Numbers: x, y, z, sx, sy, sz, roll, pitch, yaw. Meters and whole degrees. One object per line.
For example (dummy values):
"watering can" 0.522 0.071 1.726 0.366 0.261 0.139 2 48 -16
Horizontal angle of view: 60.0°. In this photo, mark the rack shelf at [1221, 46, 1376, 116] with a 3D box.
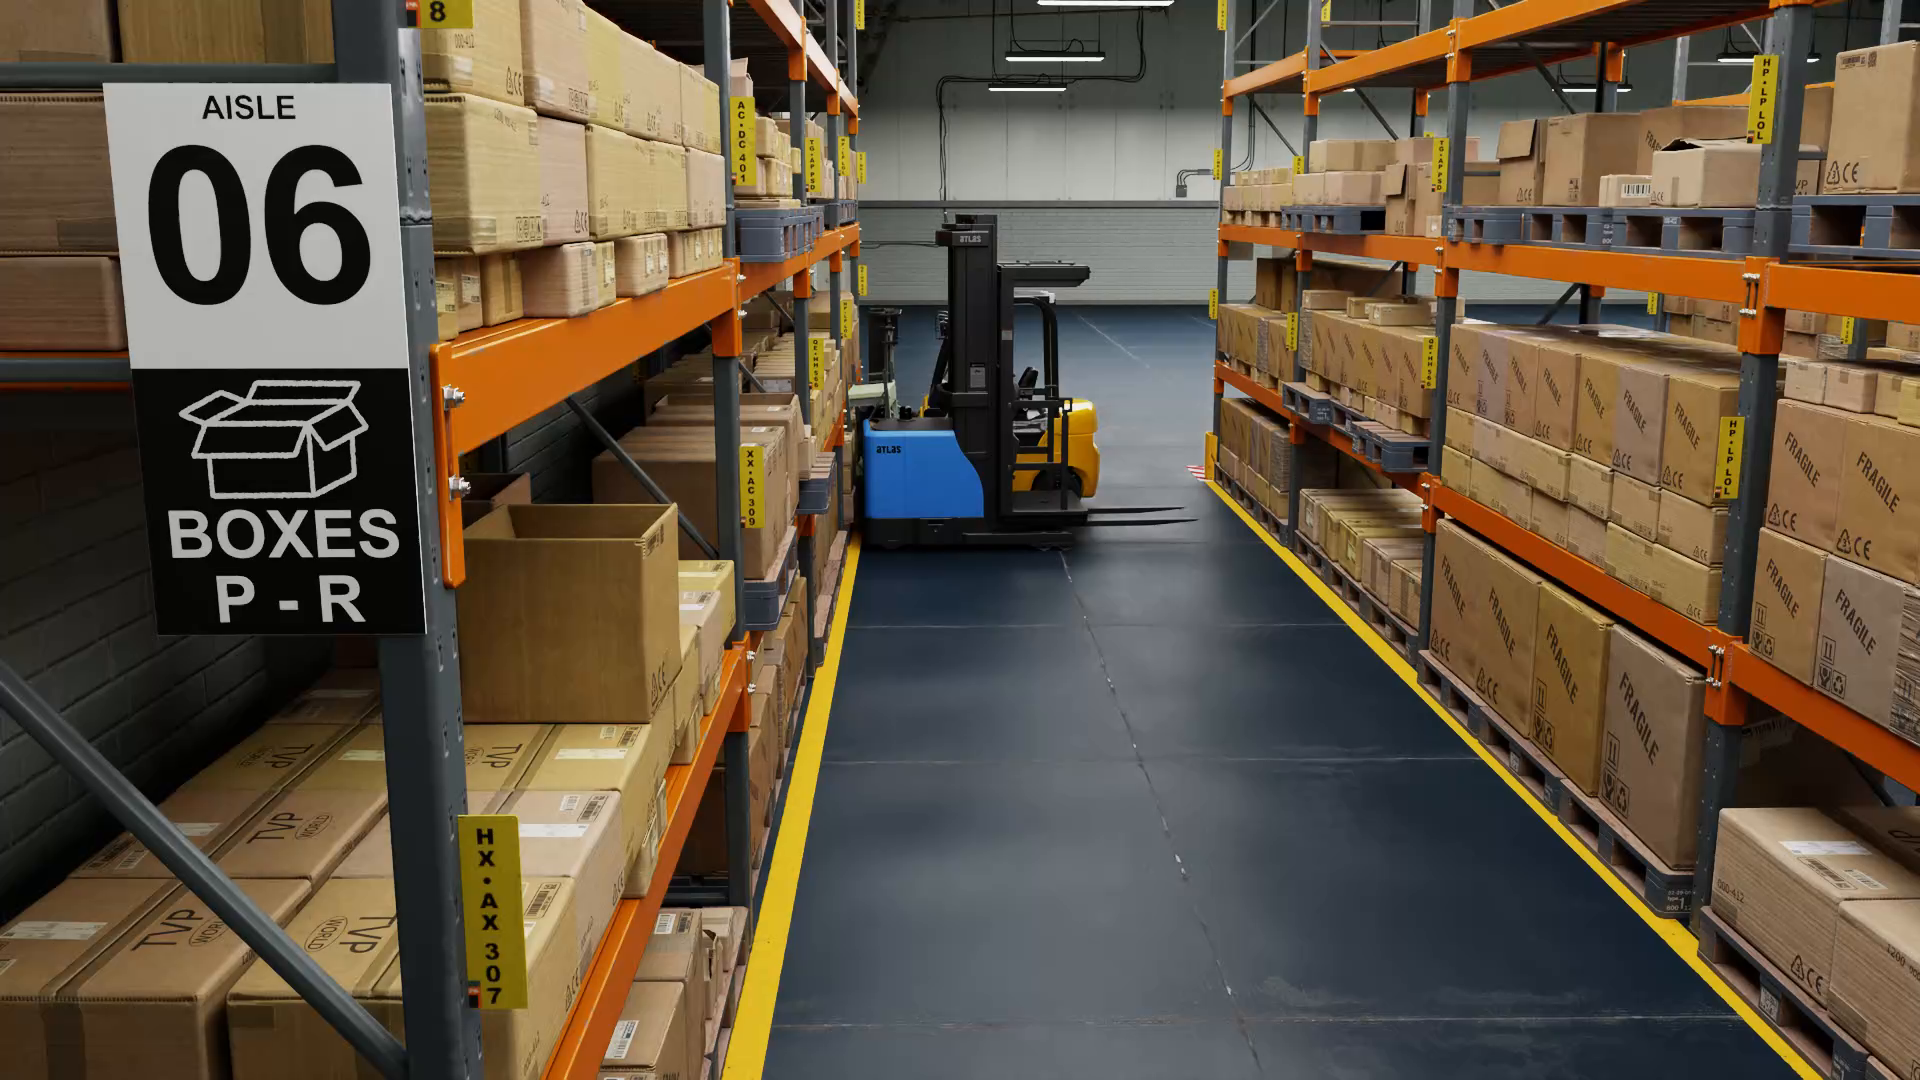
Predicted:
"rack shelf" 3.391 -4.375 15.997 1.077 0.370 4.000 0 11 -1

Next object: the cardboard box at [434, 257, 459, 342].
"cardboard box" -1.056 -0.396 2.744 0.380 0.149 0.250 0 11 0

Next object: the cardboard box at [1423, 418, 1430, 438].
"cardboard box" 3.273 -0.743 10.943 0.380 0.149 0.250 0 11 1

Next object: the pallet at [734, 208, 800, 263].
"pallet" -1.308 -1.287 6.980 1.213 0.211 1.003 0 11 -1

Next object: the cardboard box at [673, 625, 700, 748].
"cardboard box" -1.088 0.447 5.131 0.500 0.250 0.500 0 11 -2

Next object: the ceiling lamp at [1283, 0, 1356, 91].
"ceiling lamp" 9.097 -13.069 42.355 2.000 3.185 0.800 0 11 -1

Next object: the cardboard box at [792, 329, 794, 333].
"cardboard box" -1.831 -1.811 16.379 0.500 0.500 0.500 0 11 0

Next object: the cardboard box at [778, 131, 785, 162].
"cardboard box" -1.028 -1.844 7.828 0.380 0.149 0.250 0 11 -1

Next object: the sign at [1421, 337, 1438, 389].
"sign" 2.972 -1.120 10.515 0.100 0.325 0.005 0 11 -1

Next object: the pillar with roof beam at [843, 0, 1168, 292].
"pillar with roof beam" 1.184 -10.944 46.562 9.100 9.000 0.548 0 11 -1

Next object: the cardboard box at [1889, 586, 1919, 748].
"cardboard box" 3.356 0.444 5.268 0.500 0.500 0.500 0 11 -1

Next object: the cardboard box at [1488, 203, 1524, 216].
"cardboard box" 3.673 -2.114 10.920 0.396 0.266 0.258 0 11 -1

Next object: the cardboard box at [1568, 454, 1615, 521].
"cardboard box" 3.311 -0.261 8.113 0.500 0.250 0.500 0 11 0

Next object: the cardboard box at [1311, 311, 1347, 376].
"cardboard box" 3.166 -1.598 13.525 0.500 0.500 0.500 0 11 -1

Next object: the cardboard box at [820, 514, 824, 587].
"cardboard box" -1.482 -0.005 12.644 0.875 0.625 0.625 -1 11 -4

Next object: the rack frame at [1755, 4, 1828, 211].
"rack frame" 3.597 -2.741 6.127 1.000 3.000 0.127 0 11 -1

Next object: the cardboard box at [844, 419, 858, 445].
"cardboard box" -1.249 -1.016 16.059 0.500 0.250 0.500 0 11 1

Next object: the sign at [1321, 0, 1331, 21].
"sign" 3.905 -5.660 17.768 0.100 0.325 0.005 0 11 -1

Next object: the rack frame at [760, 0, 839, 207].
"rack frame" -1.530 -4.310 13.862 1.000 3.000 0.127 0 11 -1

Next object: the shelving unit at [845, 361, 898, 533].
"shelving unit" -0.795 -0.888 15.719 0.431 1.500 0.755 -4 12 4

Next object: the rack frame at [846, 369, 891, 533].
"rack frame" -0.812 -0.812 15.361 0.400 1.500 0.023 -4 12 4

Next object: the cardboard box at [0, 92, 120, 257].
"cardboard box" -1.564 -0.614 2.818 0.500 0.250 0.500 0 11 -2

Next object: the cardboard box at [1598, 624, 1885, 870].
"cardboard box" 3.505 0.912 7.499 0.875 0.875 0.875 0 11 1

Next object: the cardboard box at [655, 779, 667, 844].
"cardboard box" -1.018 0.764 4.574 0.380 0.149 0.250 0 11 0

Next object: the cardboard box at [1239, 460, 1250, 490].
"cardboard box" 3.117 -0.673 16.882 0.500 0.250 0.500 1 11 3

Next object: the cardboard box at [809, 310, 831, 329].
"cardboard box" -1.240 -1.947 14.672 0.380 0.149 0.250 0 11 0

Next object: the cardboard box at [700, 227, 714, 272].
"cardboard box" -1.060 -1.008 5.760 0.380 0.149 0.250 0 11 -1

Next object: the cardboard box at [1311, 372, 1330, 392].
"cardboard box" 3.124 -1.313 13.753 0.380 0.149 0.250 0 11 0

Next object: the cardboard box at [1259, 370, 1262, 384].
"cardboard box" 3.121 -1.583 16.143 0.380 0.149 0.250 0 11 -2

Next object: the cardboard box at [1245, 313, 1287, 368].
"cardboard box" 3.126 -1.980 16.468 0.500 0.500 0.500 0 11 -2

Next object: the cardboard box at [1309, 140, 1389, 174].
"cardboard box" 3.064 -3.022 13.119 0.500 0.250 0.500 0 11 -2

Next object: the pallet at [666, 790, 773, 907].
"pallet" -1.420 1.426 7.693 1.003 0.211 1.213 0 11 -1

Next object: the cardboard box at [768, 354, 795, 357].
"cardboard box" -1.197 -1.263 12.047 0.380 0.149 0.250 0 11 0

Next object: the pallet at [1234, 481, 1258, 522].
"pallet" 3.355 -0.401 16.695 1.003 0.211 1.213 0 11 -1

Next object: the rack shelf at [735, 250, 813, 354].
"rack shelf" -1.406 -1.295 8.352 1.077 0.370 4.000 0 11 -1

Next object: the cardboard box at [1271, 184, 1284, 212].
"cardboard box" 3.142 -3.120 15.172 0.500 0.250 0.500 0 11 -2

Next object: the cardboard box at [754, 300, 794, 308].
"cardboard box" -1.807 -2.250 16.165 0.380 0.149 0.250 0 11 0

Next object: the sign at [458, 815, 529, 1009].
"sign" -0.740 0.589 2.625 0.100 0.325 0.005 0 11 -1

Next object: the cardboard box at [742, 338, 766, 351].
"cardboard box" -1.780 -1.563 13.526 0.380 0.149 0.250 0 11 -1

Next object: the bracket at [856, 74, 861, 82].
"bracket" -2.703 -12.097 43.193 0.076 0.066 4.783 0 11 -1

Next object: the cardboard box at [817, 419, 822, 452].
"cardboard box" -1.218 -0.690 11.486 0.500 0.250 0.500 0 11 -2

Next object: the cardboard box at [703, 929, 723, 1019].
"cardboard box" -1.053 1.535 5.960 0.396 0.266 0.258 0 11 1

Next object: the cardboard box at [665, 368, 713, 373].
"cardboard box" -1.774 -1.057 11.033 0.380 0.149 0.250 0 11 0

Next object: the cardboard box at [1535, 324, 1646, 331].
"cardboard box" 3.787 -1.033 10.032 0.500 0.500 0.500 -1 11 -3

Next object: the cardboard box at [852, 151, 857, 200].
"cardboard box" -1.360 -3.852 17.589 0.500 0.500 0.500 0 11 1

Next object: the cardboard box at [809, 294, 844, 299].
"cardboard box" -1.396 -2.457 17.184 0.380 0.149 0.250 0 11 -1

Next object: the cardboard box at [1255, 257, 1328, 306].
"cardboard box" 3.578 -2.770 17.847 0.700 0.500 0.500 -1 11 -3

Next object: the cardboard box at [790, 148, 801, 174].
"cardboard box" -1.145 -2.245 9.855 0.380 0.149 0.250 0 11 1

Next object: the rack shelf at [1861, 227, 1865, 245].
"rack shelf" 8.420 -2.151 12.575 1.077 0.370 4.000 0 11 -1

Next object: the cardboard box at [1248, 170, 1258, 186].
"cardboard box" 3.073 -3.601 16.538 0.380 0.149 0.250 0 11 0

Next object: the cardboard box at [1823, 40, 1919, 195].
"cardboard box" 3.400 -1.457 5.783 0.500 0.500 0.500 0 11 0

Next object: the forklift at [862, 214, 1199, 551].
"forklift" 0.623 -1.445 15.003 3.031 2.935 1.130 -1 11 -4

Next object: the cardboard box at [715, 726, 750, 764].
"cardboard box" -1.106 0.849 7.119 0.380 0.149 0.250 0 11 2

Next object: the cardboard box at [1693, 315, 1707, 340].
"cardboard box" 8.383 -2.117 17.765 0.875 0.550 0.550 0 11 -1

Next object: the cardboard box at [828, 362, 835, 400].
"cardboard box" -1.242 -1.241 12.942 0.500 0.250 0.500 0 11 0

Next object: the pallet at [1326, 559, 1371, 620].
"pallet" 3.478 0.373 12.878 1.003 0.211 1.213 0 11 -1
